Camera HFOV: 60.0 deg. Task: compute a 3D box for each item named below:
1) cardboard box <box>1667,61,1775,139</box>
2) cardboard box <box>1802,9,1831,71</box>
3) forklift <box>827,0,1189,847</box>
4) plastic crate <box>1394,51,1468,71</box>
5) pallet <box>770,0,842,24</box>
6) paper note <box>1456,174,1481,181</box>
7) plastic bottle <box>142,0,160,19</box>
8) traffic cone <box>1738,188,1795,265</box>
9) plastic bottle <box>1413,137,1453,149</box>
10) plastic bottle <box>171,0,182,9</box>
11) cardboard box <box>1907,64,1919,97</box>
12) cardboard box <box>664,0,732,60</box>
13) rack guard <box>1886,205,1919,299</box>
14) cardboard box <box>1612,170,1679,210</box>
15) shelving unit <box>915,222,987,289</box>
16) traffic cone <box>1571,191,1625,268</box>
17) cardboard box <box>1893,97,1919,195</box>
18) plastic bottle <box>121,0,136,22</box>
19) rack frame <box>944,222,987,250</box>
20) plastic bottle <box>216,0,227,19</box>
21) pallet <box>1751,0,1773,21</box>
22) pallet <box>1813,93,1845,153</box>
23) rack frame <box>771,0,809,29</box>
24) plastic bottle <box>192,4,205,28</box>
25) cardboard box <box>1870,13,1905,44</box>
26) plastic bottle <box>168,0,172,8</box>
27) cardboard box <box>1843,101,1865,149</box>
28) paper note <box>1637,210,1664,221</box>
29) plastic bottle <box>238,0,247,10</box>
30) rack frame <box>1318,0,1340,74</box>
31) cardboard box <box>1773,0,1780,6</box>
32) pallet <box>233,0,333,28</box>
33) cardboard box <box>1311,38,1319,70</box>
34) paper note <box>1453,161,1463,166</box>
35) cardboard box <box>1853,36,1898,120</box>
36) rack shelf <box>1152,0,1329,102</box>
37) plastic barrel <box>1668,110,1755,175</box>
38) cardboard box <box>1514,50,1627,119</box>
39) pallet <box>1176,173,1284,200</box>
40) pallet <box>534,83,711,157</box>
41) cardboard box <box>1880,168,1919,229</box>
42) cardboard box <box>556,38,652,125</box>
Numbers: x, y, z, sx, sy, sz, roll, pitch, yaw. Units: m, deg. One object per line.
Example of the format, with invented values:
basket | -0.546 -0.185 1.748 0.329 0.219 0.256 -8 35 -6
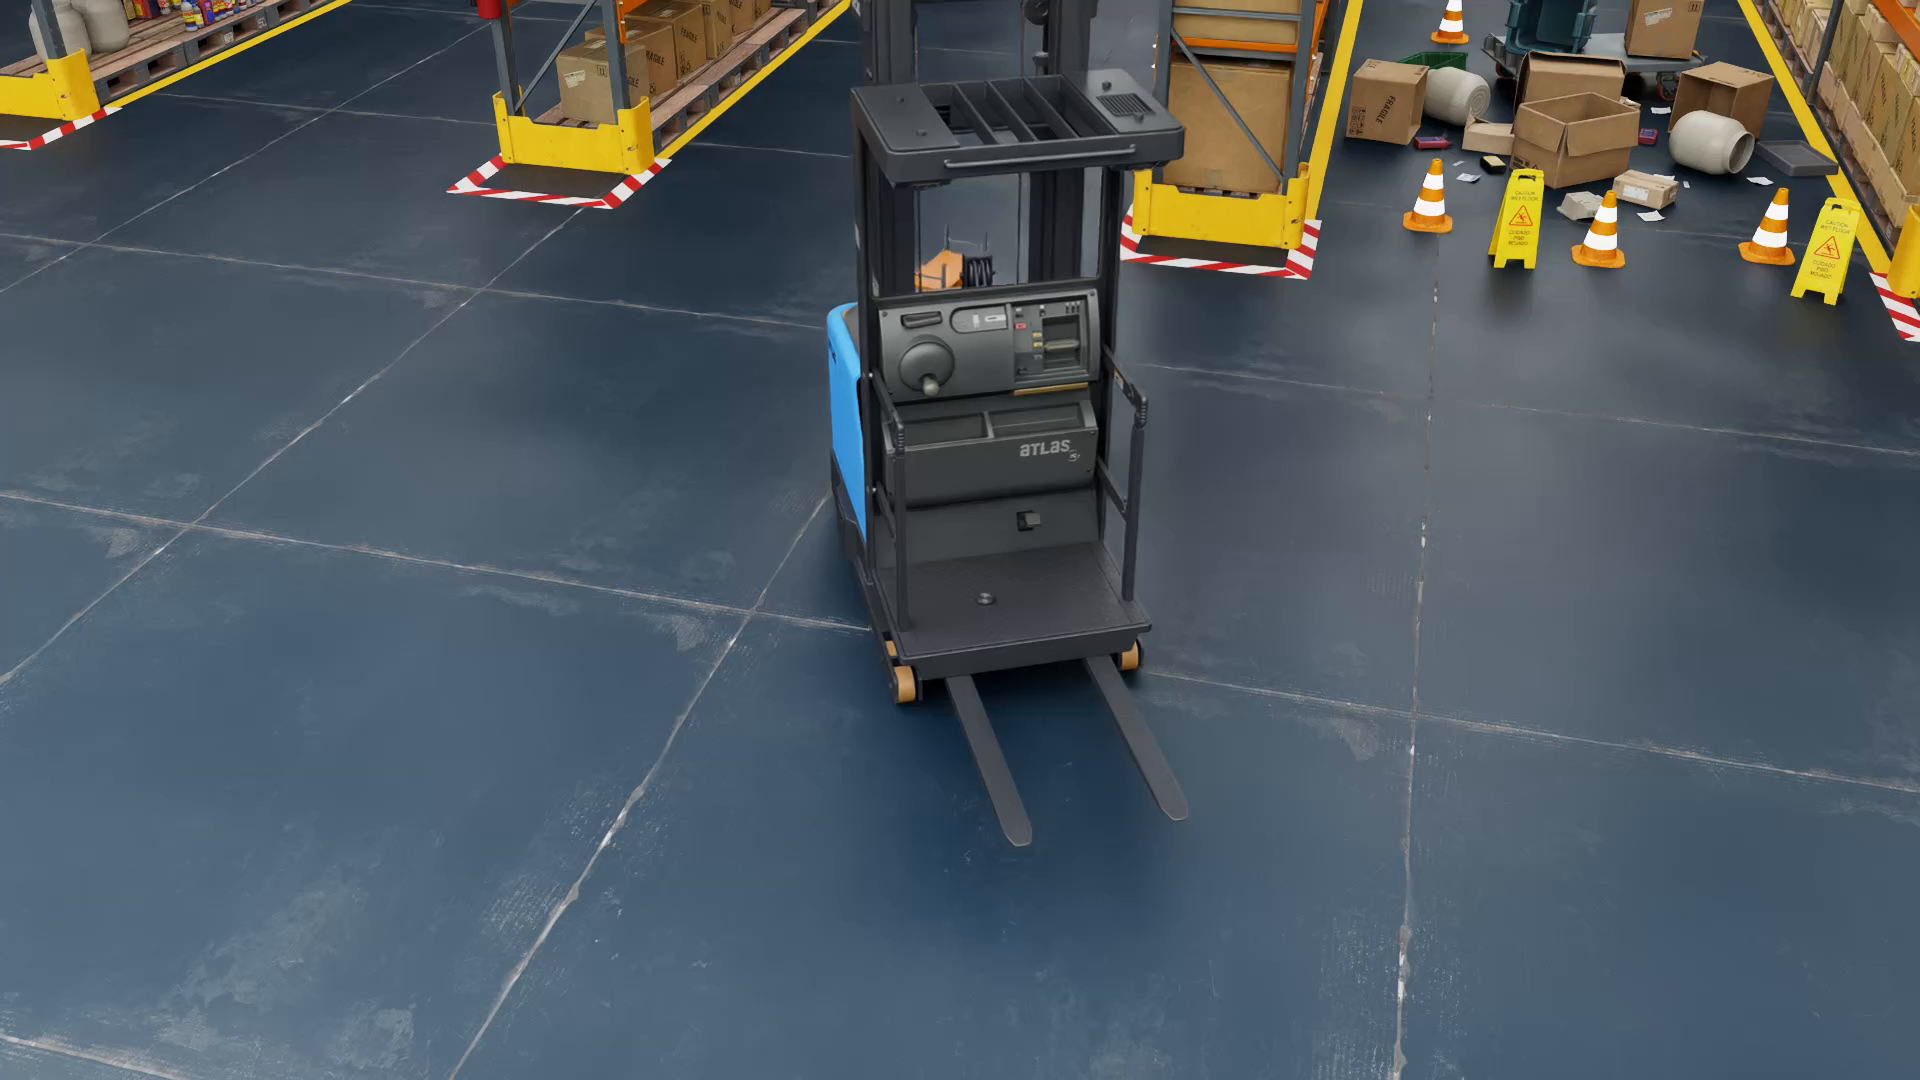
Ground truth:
cardboard box | 6.044 -3.457 13.220 0.500 0.500 0.500 -21 38 -29
cardboard box | 7.763 -4.223 14.154 0.950 0.372 0.625 8 33 13
forklift | 0.179 -0.761 6.714 1.130 2.935 3.031 -7 33 -11
plastic crate | 4.042 -4.072 14.427 0.662 0.188 0.450 -28 32 -37
pallet | -1.757 -5.458 16.639 1.003 0.211 1.213 8 33 12
paper note | 3.833 -2.735 12.525 0.144 0.017 0.142 20 38 29
plastic bottle | -7.523 -4.995 15.432 0.061 0.283 0.133 8 33 12
traffic cone | 5.479 -2.134 11.176 0.336 0.463 0.334 8 33 12
plastic bottle | 3.739 -3.135 13.125 0.283 0.061 0.133 -3 33 -4
plastic bottle | -7.425 -5.139 15.736 0.097 0.201 0.097 0 32 0
cardboard box | 6.597 -3.064 11.142 0.380 0.149 0.250 9 34 14
cardboard box | -2.313 -4.520 14.503 0.500 0.500 0.500 5 33 8
rack guard | 6.637 -1.791 10.601 1.175 0.500 0.348 8 33 12
cardboard box | 4.996 -2.558 12.135 0.380 0.149 0.250 28 42 36
shelving unit | -0.078 -0.990 8.689 0.258 1.200 0.503 14 35 21
traffic cone | 4.319 -2.109 11.136 0.336 0.463 0.334 8 33 12
cardboard box | 6.568 -2.591 11.002 0.500 0.500 0.500 8 33 13
plastic bottle | -7.705 -4.945 15.354 0.061 0.283 0.133 9 33 14
rack frame | 0.027 -1.108 8.875 0.240 1.200 0.015 14 35 21
plastic bottle | -6.885 -4.992 15.440 0.097 0.271 0.097 0 32 0
pallet | 8.448 -5.375 16.509 1.003 0.211 1.213 8 33 12
pallet | 7.496 -3.352 13.325 1.003 0.211 1.213 8 33 12
rack frame | -1.953 -6.231 15.255 1.000 3.000 0.127 8 33 12
plastic bottle | -6.971 -4.787 15.182 0.097 0.201 0.097 0 32 0
cardboard box | 6.938 -3.756 12.230 0.380 0.149 0.250 10 34 15
plastic bottle | -7.553 -5.196 15.686 0.144 0.351 0.185 9 34 14
cardboard box | 6.965 -3.075 12.463 0.500 0.250 0.500 8 33 12
paper note | 4.932 -2.315 11.862 0.148 0.019 0.142 -3 33 -4
plastic bottle | -6.808 -5.121 15.707 0.097 0.201 0.097 0 32 0
rack frame | 2.819 -5.503 14.111 1.000 3.000 0.127 8 33 12
cardboard box | 8.315 -5.350 15.927 0.950 0.372 0.625 7 33 11
pallet | -6.955 -5.386 16.525 1.003 0.211 1.213 8 33 12
cardboard box | 2.592 -4.467 14.070 0.875 0.875 0.875 9 33 13
paper note | 3.838 -2.901 12.804 0.032 0.001 0.123 28 42 36
cardboard box | 6.964 -3.397 12.271 0.500 0.500 0.500 10 34 15
rack shelf | 2.311 -4.162 12.671 1.077 0.370 4.000 8 33 12
plastic barrel | 5.677 -2.997 12.569 0.421 0.421 0.512 -21 38 -29
cardboard box | 4.844 -3.552 13.242 0.797 0.637 0.503 8 33 12
pallet | 1.931 -2.676 12.263 1.003 0.211 1.213 8 33 12
pallet | -2.709 -3.435 13.456 1.003 0.211 1.213 8 33 12
cardboard box | 6.568 -2.291 11.230 0.500 0.250 0.500 8 33 12
cardboard box | -2.794 -3.599 13.054 0.500 0.500 0.500 14 35 21
